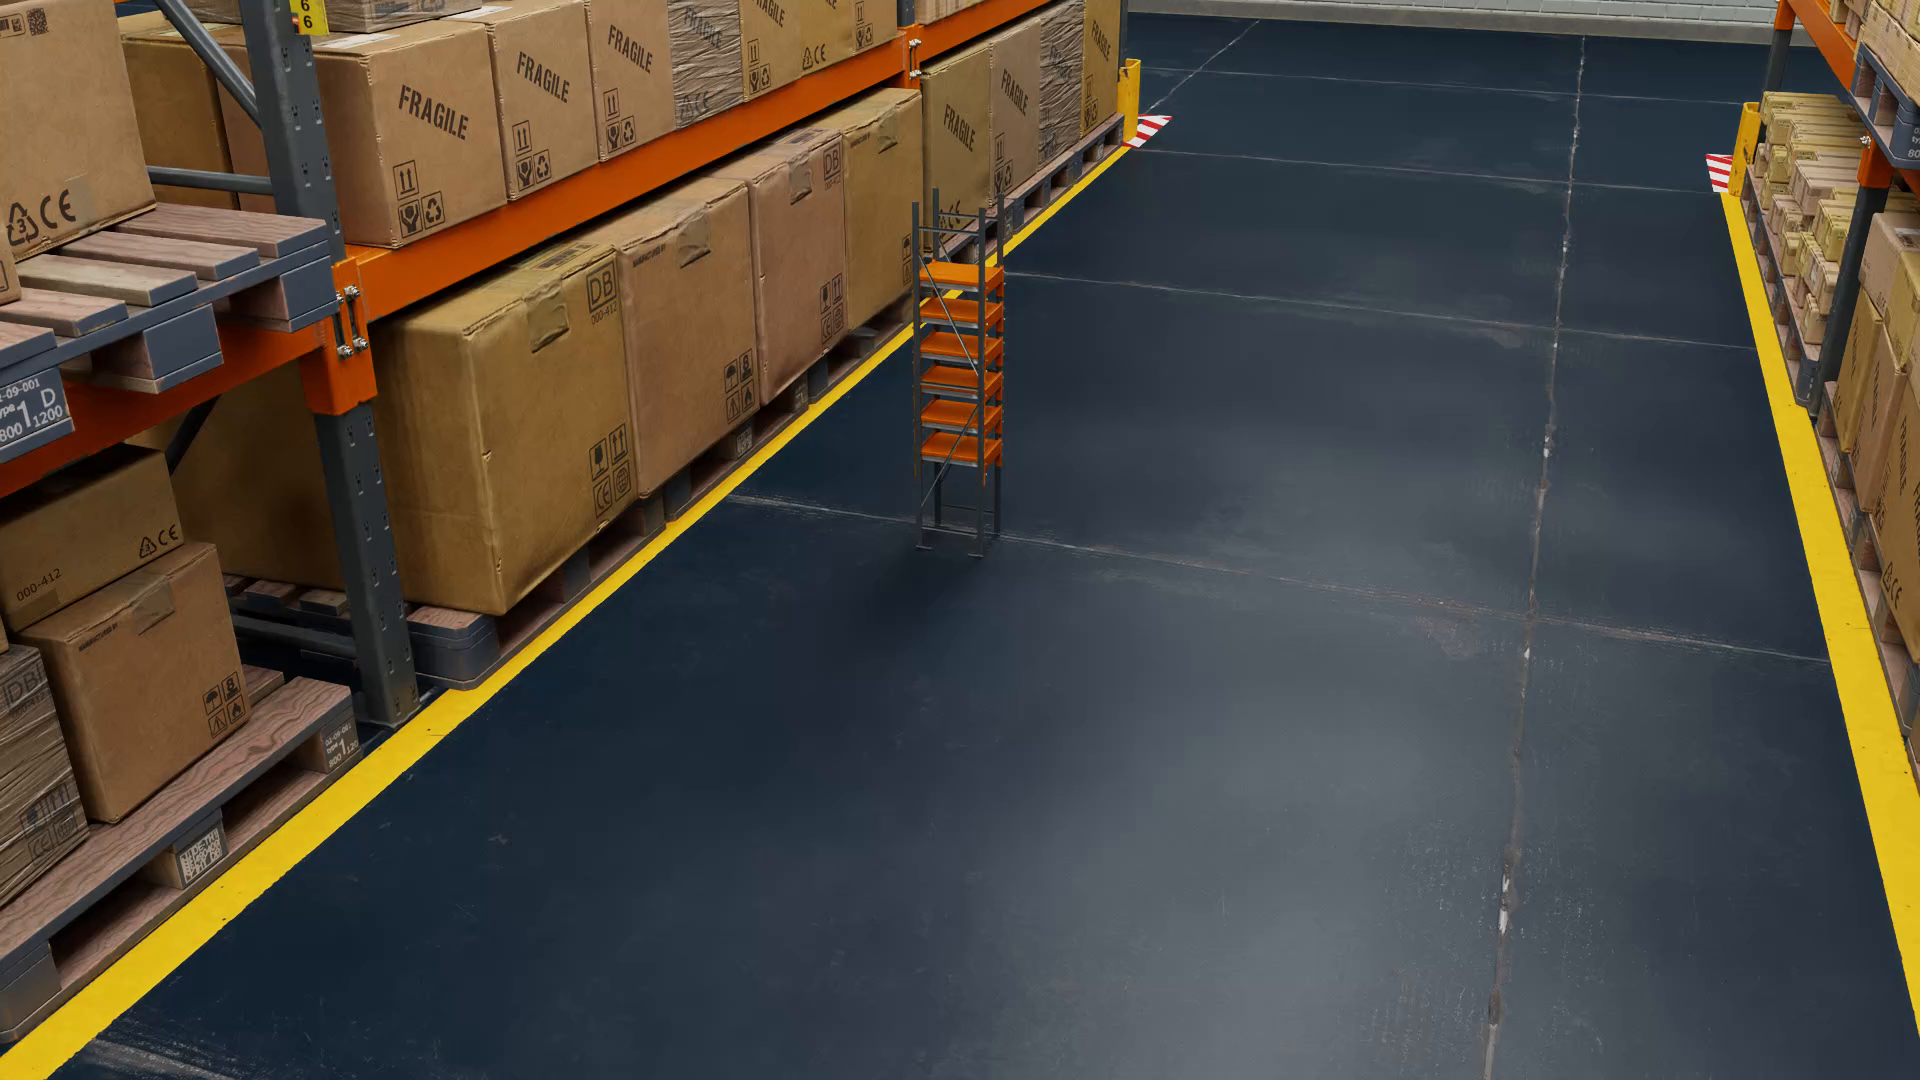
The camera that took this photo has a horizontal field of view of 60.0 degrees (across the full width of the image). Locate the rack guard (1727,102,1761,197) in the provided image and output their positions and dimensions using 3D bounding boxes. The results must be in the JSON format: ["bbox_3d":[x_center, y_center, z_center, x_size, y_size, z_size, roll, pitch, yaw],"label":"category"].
[{"bbox_3d":[5.254,-2.283,9.891,1.175,0.500,0.348,9,27,17],"label":"rack guard"}]

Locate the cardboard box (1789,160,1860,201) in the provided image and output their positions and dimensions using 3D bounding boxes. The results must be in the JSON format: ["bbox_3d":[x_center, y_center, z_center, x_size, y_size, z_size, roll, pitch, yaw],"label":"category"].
[{"bbox_3d":[4.186,-1.699,7.925,0.380,0.149,0.250,8,27,16],"label":"cardboard box"}]

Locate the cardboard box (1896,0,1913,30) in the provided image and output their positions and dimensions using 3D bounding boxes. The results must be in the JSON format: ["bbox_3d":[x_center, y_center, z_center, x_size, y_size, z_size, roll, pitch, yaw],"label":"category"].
[{"bbox_3d":[3.213,-1.697,5.278,0.380,0.149,0.250,9,27,19],"label":"cardboard box"}]

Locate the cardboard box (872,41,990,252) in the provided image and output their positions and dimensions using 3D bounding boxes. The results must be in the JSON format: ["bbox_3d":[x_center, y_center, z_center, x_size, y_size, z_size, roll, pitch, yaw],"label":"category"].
[{"bbox_3d":[-0.401,-2.048,8.495,0.875,0.875,0.875,9,27,17],"label":"cardboard box"}]

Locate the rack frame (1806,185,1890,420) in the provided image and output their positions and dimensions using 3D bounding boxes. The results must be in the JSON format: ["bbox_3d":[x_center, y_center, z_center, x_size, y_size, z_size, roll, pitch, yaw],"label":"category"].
[{"bbox_3d":[3.948,-1.795,6.015,1.000,3.000,0.127,9,27,17],"label":"rack frame"}]

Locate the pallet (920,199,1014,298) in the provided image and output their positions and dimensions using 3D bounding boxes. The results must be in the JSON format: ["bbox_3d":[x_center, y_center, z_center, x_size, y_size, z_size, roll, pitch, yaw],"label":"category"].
[{"bbox_3d":[-0.369,-1.602,8.816,1.003,0.211,1.213,9,27,17],"label":"pallet"}]

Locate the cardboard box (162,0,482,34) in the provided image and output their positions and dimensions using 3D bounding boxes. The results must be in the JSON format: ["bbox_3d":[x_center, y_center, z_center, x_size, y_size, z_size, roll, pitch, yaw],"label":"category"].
[{"bbox_3d":[-1.768,-1.707,4.567,0.797,0.503,0.637,10,27,19],"label":"cardboard box"}]

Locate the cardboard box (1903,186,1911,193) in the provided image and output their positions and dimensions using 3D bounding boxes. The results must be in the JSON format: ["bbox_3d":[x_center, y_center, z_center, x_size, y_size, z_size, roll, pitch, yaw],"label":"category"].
[{"bbox_3d":[5.041,-1.792,8.457,0.380,0.149,0.250,9,27,18],"label":"cardboard box"}]

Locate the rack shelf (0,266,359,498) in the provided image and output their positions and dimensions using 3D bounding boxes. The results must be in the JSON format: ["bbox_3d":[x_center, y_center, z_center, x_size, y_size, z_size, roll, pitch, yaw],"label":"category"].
[{"bbox_3d":[-2.692,0.234,2.651,1.077,0.370,4.000,9,27,17],"label":"rack shelf"}]

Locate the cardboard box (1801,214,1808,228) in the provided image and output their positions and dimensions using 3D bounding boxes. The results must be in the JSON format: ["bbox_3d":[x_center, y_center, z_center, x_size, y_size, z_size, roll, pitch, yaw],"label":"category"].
[{"bbox_3d":[4.254,-1.540,7.936,0.380,0.149,0.250,7,27,15],"label":"cardboard box"}]

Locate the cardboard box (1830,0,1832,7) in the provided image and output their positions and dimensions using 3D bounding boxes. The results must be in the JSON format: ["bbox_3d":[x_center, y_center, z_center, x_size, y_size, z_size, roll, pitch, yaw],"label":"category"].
[{"bbox_3d":[4.391,-2.592,7.949,0.380,0.149,0.250,10,27,19],"label":"cardboard box"}]

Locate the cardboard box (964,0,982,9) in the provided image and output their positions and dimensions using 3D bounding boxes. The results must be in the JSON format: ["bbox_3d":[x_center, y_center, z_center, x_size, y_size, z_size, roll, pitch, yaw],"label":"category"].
[{"bbox_3d":[-0.109,-2.732,8.240,0.380,0.149,0.250,10,27,19],"label":"cardboard box"}]

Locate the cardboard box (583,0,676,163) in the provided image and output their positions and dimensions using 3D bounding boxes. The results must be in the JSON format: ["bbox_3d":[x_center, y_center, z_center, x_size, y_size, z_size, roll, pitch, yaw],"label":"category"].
[{"bbox_3d":[-1.272,-1.541,5.375,0.500,0.500,0.500,8,27,17],"label":"cardboard box"}]

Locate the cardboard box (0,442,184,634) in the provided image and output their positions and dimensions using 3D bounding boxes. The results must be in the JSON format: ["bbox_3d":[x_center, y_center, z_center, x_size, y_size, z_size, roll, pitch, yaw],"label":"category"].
[{"bbox_3d":[-2.221,-0.043,3.900,0.500,0.250,0.500,10,28,20],"label":"cardboard box"}]

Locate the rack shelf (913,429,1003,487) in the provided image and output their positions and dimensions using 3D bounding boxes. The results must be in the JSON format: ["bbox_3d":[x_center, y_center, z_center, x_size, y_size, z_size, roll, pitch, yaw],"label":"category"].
[{"bbox_3d":[-0.005,-0.278,5.600,0.258,0.103,0.180,9,27,17],"label":"rack shelf"}]

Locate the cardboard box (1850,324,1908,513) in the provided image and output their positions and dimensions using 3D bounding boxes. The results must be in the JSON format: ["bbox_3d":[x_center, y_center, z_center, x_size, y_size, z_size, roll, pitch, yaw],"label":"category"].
[{"bbox_3d":[3.278,-0.376,5.471,0.500,0.500,0.500,10,28,20],"label":"cardboard box"}]

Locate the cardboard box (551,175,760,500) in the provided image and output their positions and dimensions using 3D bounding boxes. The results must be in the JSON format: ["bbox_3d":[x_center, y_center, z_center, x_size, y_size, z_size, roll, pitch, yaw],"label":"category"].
[{"bbox_3d":[-1.474,-0.791,5.897,1.225,0.875,0.875,9,27,18],"label":"cardboard box"}]

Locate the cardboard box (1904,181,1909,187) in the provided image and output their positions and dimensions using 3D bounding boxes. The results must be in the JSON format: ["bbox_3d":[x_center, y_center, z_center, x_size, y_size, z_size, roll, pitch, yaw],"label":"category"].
[{"bbox_3d":[4.863,-1.831,8.195,0.380,0.149,0.250,8,27,16],"label":"cardboard box"}]

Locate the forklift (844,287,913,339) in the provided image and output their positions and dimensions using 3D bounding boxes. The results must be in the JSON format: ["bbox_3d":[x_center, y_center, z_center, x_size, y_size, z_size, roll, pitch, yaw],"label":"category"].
[{"bbox_3d":[-1.728,-2.291,7.117,3.031,2.935,1.130,7,27,14],"label":"forklift"}]

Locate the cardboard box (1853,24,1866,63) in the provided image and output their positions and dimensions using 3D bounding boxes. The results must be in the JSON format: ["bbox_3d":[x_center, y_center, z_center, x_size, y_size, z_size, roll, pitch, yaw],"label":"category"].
[{"bbox_3d":[3.805,-1.955,6.634,0.380,0.149,0.250,8,27,16],"label":"cardboard box"}]

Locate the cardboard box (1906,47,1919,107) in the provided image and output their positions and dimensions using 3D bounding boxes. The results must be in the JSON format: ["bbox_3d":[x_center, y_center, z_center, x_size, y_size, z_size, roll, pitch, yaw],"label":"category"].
[{"bbox_3d":[3.041,-1.351,4.905,0.380,0.149,0.250,8,27,15],"label":"cardboard box"}]

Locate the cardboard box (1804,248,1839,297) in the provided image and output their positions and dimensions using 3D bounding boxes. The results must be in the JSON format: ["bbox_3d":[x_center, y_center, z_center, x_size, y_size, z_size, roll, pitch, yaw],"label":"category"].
[{"bbox_3d":[3.831,-1.123,7.076,0.380,0.149,0.250,7,27,15],"label":"cardboard box"}]

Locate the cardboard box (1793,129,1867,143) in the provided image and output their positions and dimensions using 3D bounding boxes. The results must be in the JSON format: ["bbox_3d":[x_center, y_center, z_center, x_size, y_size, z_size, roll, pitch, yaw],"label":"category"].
[{"bbox_3d":[4.496,-2.004,8.554,0.380,0.149,0.250,10,28,19],"label":"cardboard box"}]

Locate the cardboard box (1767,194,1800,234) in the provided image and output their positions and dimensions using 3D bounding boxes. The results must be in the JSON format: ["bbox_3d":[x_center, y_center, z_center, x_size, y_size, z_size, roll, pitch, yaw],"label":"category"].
[{"bbox_3d":[4.368,-1.656,8.517,0.380,0.149,0.250,7,27,15],"label":"cardboard box"}]

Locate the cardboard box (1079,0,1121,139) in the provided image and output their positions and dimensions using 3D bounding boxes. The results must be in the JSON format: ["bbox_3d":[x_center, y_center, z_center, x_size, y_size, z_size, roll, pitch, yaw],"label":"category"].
[{"bbox_3d":[0.498,-3.158,10.786,0.875,0.875,0.875,9,27,17],"label":"cardboard box"}]

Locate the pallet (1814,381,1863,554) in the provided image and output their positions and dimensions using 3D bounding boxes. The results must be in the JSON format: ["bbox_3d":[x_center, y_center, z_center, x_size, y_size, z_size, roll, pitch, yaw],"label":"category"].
[{"bbox_3d":[3.690,-0.220,5.962,1.003,0.211,1.213,9,27,17],"label":"pallet"}]

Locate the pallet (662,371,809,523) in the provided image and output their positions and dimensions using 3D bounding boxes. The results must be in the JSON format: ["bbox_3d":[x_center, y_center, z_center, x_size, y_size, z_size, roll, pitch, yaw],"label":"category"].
[{"bbox_3d":[-1.286,-0.470,6.478,1.003,0.211,1.213,9,27,17],"label":"pallet"}]

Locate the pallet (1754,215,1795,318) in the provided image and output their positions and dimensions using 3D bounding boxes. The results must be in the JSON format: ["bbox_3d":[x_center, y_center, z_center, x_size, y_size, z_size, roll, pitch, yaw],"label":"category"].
[{"bbox_3d":[4.542,-1.324,8.243,1.003,0.211,1.213,9,27,17],"label":"pallet"}]

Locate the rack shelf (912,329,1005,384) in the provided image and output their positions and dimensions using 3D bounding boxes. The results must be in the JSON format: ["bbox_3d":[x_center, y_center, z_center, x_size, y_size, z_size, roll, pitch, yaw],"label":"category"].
[{"bbox_3d":[-0.005,-0.602,5.443,0.258,0.103,0.180,9,27,17],"label":"rack shelf"}]

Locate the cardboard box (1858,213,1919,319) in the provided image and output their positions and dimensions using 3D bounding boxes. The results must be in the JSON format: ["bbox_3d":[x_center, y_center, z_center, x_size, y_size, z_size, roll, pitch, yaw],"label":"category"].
[{"bbox_3d":[3.453,-0.931,5.757,0.500,0.250,0.500,8,27,15],"label":"cardboard box"}]

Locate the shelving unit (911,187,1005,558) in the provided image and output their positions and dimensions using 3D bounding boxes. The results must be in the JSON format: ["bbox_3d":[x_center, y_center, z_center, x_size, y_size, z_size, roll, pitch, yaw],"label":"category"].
[{"bbox_3d":[-0.005,-0.534,5.476,0.258,1.200,0.189,9,27,17],"label":"shelving unit"}]

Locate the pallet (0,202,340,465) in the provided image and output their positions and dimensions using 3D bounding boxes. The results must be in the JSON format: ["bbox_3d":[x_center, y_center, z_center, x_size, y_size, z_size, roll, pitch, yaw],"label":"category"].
[{"bbox_3d":[-2.163,-0.517,3.597,1.213,0.211,1.003,9,27,17],"label":"pallet"}]

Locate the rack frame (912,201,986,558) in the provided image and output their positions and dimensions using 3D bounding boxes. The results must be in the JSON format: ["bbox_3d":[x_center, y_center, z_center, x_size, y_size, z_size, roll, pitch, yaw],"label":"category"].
[{"bbox_3d":[-0.035,-0.496,5.399,0.240,1.200,0.006,9,27,17],"label":"rack frame"}]

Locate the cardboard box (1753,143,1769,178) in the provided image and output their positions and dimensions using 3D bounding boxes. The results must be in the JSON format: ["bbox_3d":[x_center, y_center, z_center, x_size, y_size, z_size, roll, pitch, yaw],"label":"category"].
[{"bbox_3d":[4.803,-2.176,9.591,0.380,0.149,0.250,9,27,18],"label":"cardboard box"}]

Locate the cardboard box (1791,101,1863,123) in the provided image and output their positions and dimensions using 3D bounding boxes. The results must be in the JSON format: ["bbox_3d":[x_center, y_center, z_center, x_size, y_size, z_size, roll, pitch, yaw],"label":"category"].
[{"bbox_3d":[4.806,-2.316,9.198,0.380,0.149,0.250,9,27,18],"label":"cardboard box"}]

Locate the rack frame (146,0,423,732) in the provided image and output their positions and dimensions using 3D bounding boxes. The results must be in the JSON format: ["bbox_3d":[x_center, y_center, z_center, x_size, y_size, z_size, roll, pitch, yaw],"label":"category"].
[{"bbox_3d":[-2.027,-0.912,4.192,1.000,3.000,0.127,9,27,17],"label":"rack frame"}]

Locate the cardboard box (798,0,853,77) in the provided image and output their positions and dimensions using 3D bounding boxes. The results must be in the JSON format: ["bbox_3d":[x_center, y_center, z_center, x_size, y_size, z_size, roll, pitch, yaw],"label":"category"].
[{"bbox_3d":[-0.765,-2.167,6.668,0.500,0.500,0.500,10,27,19],"label":"cardboard box"}]

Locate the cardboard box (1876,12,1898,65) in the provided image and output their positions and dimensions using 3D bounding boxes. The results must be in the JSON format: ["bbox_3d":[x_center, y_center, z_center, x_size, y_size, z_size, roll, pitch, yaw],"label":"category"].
[{"bbox_3d":[3.296,-1.661,5.545,0.380,0.149,0.250,9,27,18],"label":"cardboard box"}]

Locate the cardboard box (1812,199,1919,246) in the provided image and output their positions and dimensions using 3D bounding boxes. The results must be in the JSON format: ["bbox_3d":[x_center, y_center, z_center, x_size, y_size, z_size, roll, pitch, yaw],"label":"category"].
[{"bbox_3d":[3.945,-1.367,7.238,0.380,0.149,0.250,8,27,17],"label":"cardboard box"}]

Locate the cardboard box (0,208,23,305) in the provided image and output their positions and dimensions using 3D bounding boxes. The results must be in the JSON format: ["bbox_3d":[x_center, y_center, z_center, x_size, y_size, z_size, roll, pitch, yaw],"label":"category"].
[{"bbox_3d":[-2.260,-0.675,3.104,0.700,0.500,0.500,13,29,25],"label":"cardboard box"}]

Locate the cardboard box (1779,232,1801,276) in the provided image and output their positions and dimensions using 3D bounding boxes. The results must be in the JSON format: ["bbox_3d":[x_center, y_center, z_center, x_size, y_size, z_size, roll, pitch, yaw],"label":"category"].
[{"bbox_3d":[4.102,-1.337,7.859,0.380,0.149,0.250,9,27,17],"label":"cardboard box"}]

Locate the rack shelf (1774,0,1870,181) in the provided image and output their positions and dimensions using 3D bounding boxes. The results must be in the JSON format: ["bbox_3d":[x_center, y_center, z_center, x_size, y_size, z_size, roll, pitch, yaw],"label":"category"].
[{"bbox_3d":[4.614,-2.293,7.870,1.077,0.370,4.000,9,27,17],"label":"rack shelf"}]

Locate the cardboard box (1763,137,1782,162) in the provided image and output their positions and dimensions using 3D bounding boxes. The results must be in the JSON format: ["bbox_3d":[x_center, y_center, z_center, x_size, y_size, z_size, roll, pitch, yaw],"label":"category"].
[{"bbox_3d":[4.718,-2.196,9.292,0.380,0.149,0.250,9,27,17],"label":"cardboard box"}]
